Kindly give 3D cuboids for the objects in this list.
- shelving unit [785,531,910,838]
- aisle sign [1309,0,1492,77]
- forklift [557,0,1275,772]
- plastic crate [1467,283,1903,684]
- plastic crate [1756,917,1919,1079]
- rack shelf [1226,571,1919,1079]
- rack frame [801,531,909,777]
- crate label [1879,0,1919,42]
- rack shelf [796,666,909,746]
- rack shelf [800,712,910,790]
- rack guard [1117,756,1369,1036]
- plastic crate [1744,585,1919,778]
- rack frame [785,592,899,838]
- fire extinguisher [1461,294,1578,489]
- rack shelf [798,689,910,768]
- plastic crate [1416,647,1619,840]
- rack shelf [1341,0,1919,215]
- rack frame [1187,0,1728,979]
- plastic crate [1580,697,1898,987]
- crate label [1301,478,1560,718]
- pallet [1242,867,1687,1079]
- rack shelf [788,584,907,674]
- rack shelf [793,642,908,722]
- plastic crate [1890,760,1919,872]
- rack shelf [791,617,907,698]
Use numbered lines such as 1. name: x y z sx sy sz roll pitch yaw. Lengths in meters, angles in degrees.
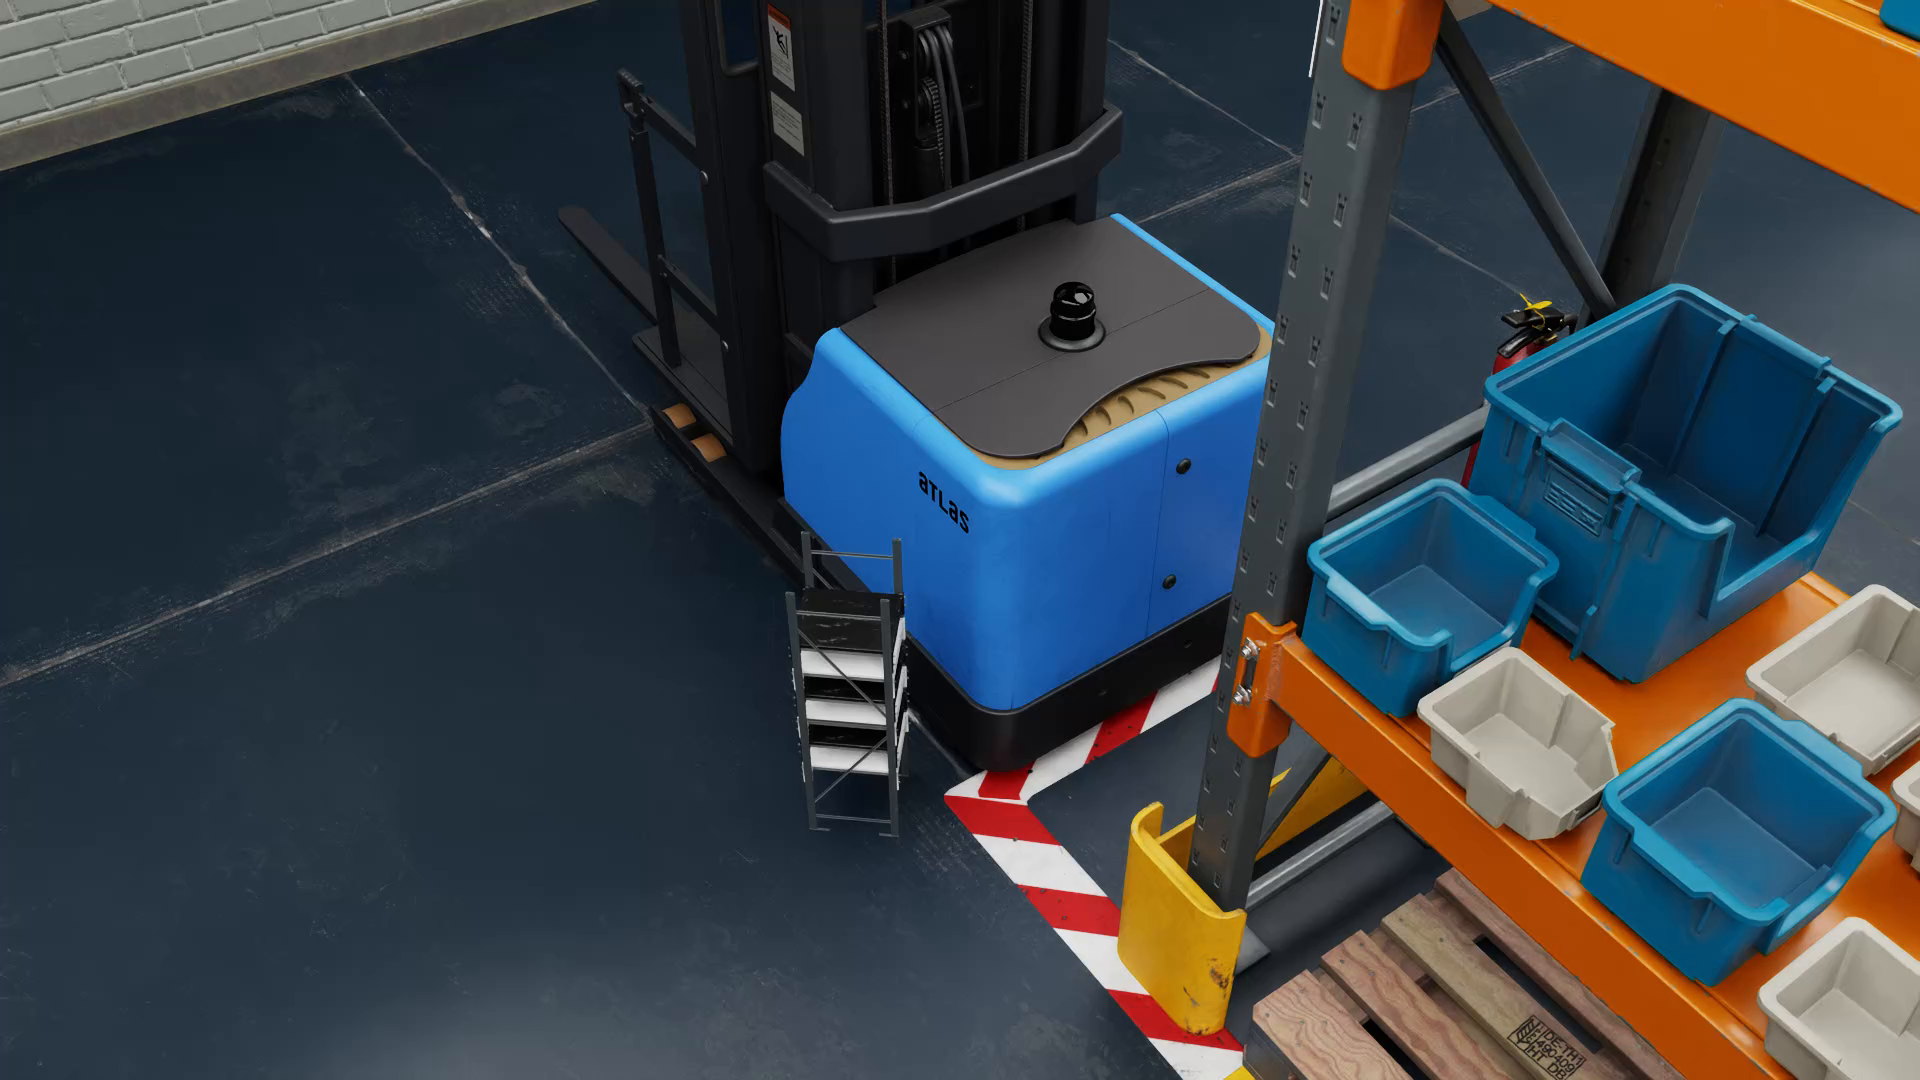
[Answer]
1. shelving unit: -0.270 0.386 4.194 0.258 0.900 0.210 4 44 4
2. aisle sign: 0.686 -1.057 2.302 0.394 0.787 0.004 -26 49 -24
3. forklift: -0.362 -1.414 4.609 1.130 2.935 3.031 -26 49 -25
4. plastic crate: 1.315 -0.112 3.126 0.616 0.435 0.499 -26 49 -24
5. plastic crate: 1.345 0.749 2.441 0.250 0.136 0.298 -26 49 -24
6. rack shelf: 2.115 1.200 2.342 1.077 0.370 4.000 -26 49 -24
7. rack frame: -0.260 0.316 4.268 0.240 0.900 0.006 4 44 4
8. crate label: 1.233 -0.574 1.615 0.408 0.251 0.502 -26 49 -24
9. rack shelf: -0.270 0.410 4.217 0.258 0.077 0.200 4 44 4
10. rack shelf: -0.270 0.540 4.342 0.258 0.077 0.200 4 44 4
11. rack guard: 0.946 0.702 4.152 1.175 0.500 0.348 -26 49 -24
12. plastic crate: 1.586 0.271 2.942 0.396 0.136 0.243 -26 49 -24
13. rack frame: -0.281 0.455 4.121 0.240 0.900 0.006 4 44 4
14. fire extinguisher: 1.257 -0.295 3.713 0.296 0.674 0.183 -26 49 -24
15. rack shelf: -0.270 0.475 4.280 0.258 0.077 0.200 4 44 4
16. plastic crate: 0.957 0.365 2.843 0.250 0.136 0.298 -26 49 -24
17. rack shelf: 2.115 0.115 1.306 1.077 0.370 4.000 -26 49 -24
18. rack frame: 0.971 -0.193 3.280 1.000 3.000 0.127 -26 49 -24
19. plastic crate: 1.218 0.488 2.644 0.416 0.233 0.300 -26 49 -24
20. crate label: 0.842 0.115 3.035 0.416 0.233 0.303 -26 49 -24
21. pallet: 1.411 1.298 3.738 1.003 0.211 1.213 -26 49 -24
22. rack shelf: -0.270 0.214 4.031 0.258 0.077 0.200 4 44 4
23. rack shelf: -0.270 0.345 4.155 0.258 0.077 0.200 4 44 4
24. plastic crate: 1.740 0.441 2.764 0.396 0.136 0.243 -26 49 -24
25. rack shelf: -0.270 0.279 4.093 0.258 0.077 0.200 4 44 4
